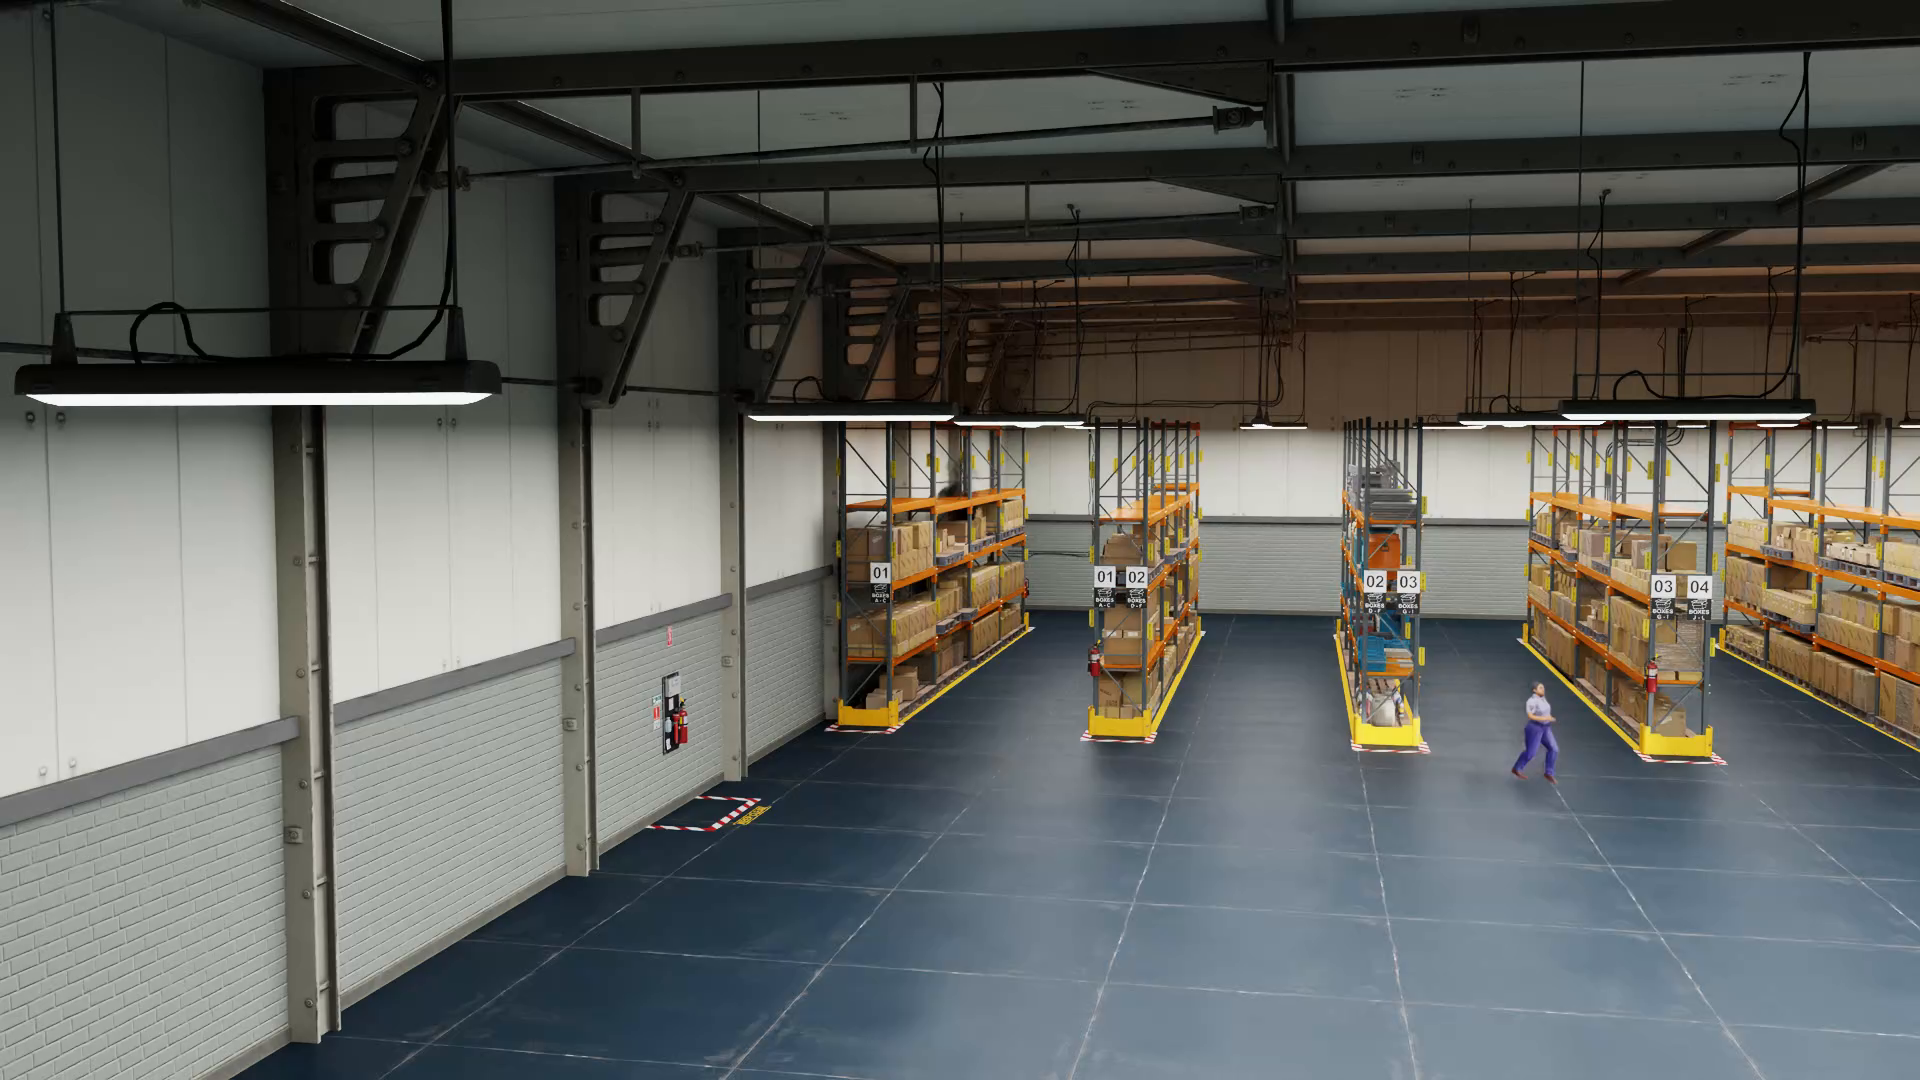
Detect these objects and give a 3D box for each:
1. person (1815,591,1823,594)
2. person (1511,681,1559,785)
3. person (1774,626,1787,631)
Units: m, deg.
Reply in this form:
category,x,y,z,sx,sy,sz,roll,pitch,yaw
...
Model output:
category,x,y,z,sx,sy,sz,roll,pitch,yaw
person,21.864,2.100,42.429,0.699,1.736,0.620,0,4,5
person,9.415,3.152,27.187,0.608,1.701,0.759,-3,5,-40
person,22.276,1.967,44.861,0.856,1.669,0.624,1,4,11
